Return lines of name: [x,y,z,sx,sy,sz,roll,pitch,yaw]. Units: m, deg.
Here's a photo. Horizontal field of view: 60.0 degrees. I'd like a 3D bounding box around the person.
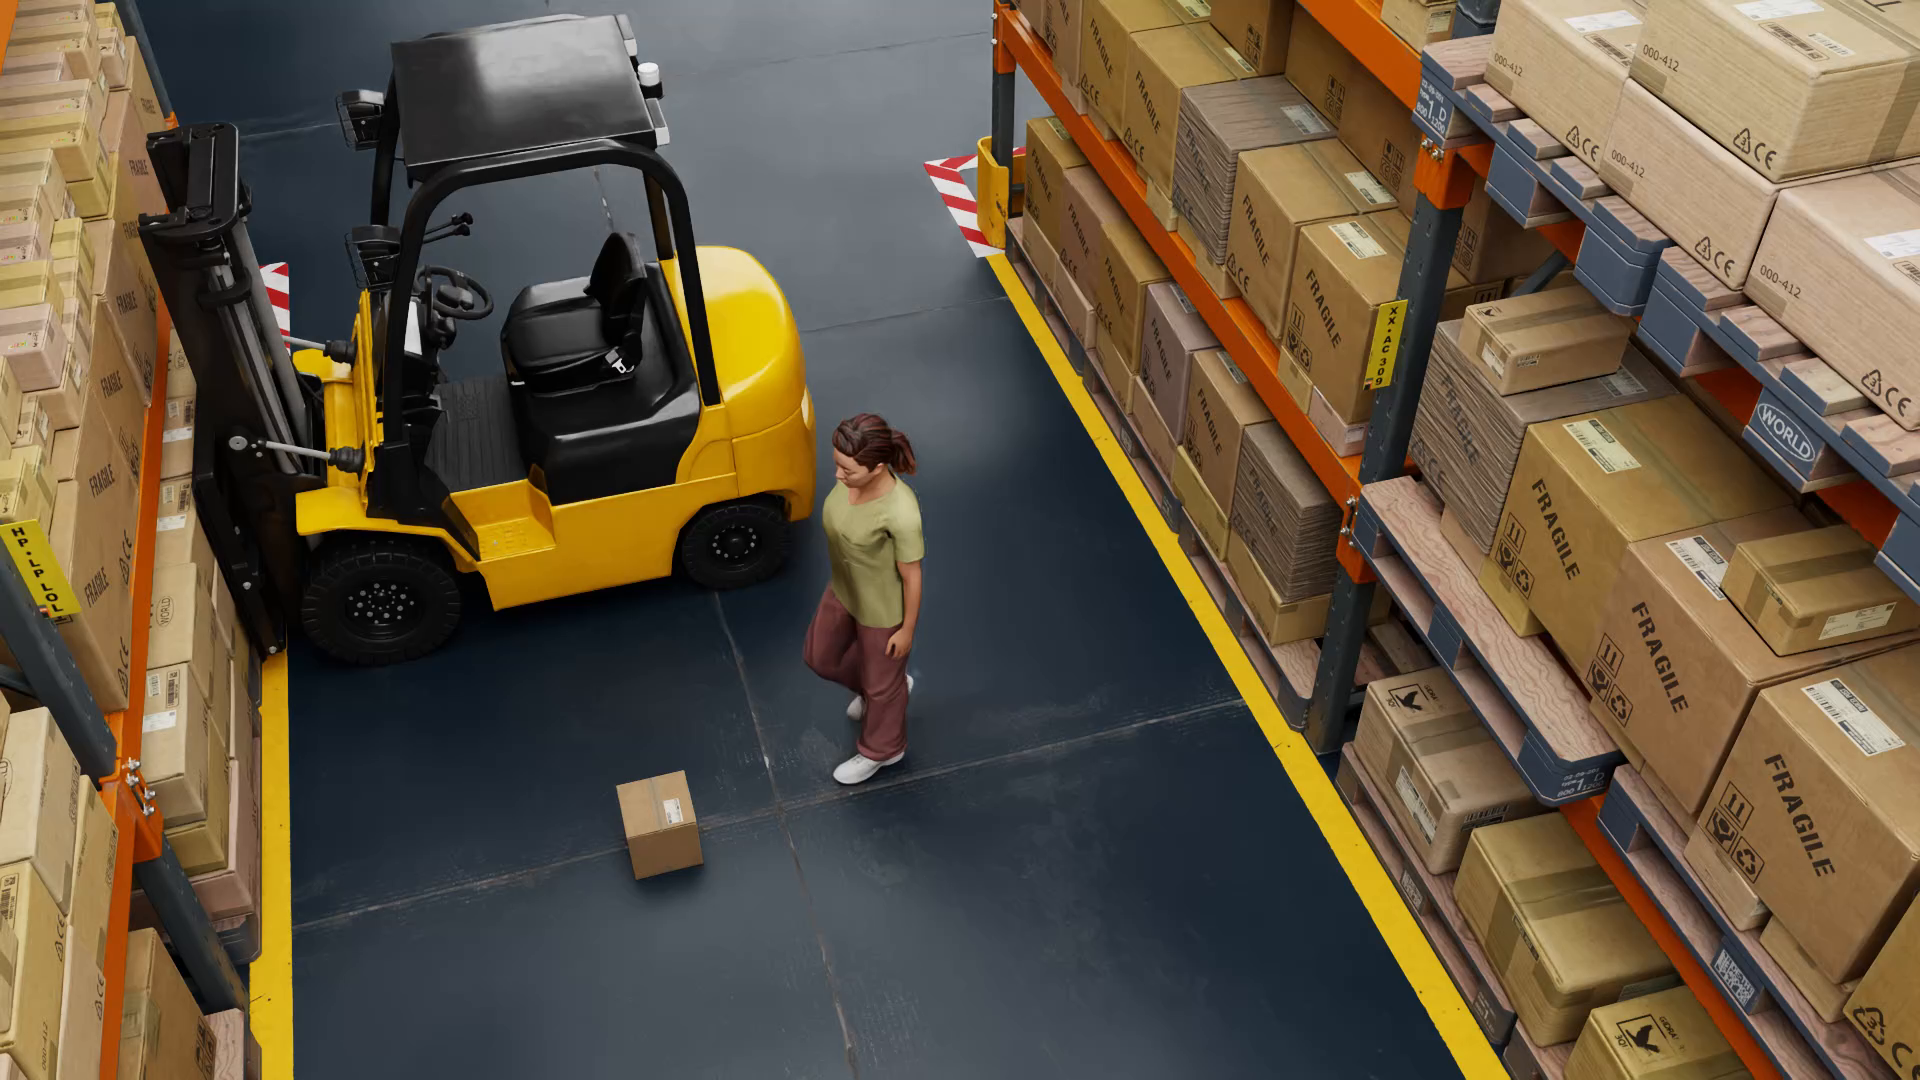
person: [-0.311,0.211,5.917,0.452,1.675,0.474,-25,48,-25]
